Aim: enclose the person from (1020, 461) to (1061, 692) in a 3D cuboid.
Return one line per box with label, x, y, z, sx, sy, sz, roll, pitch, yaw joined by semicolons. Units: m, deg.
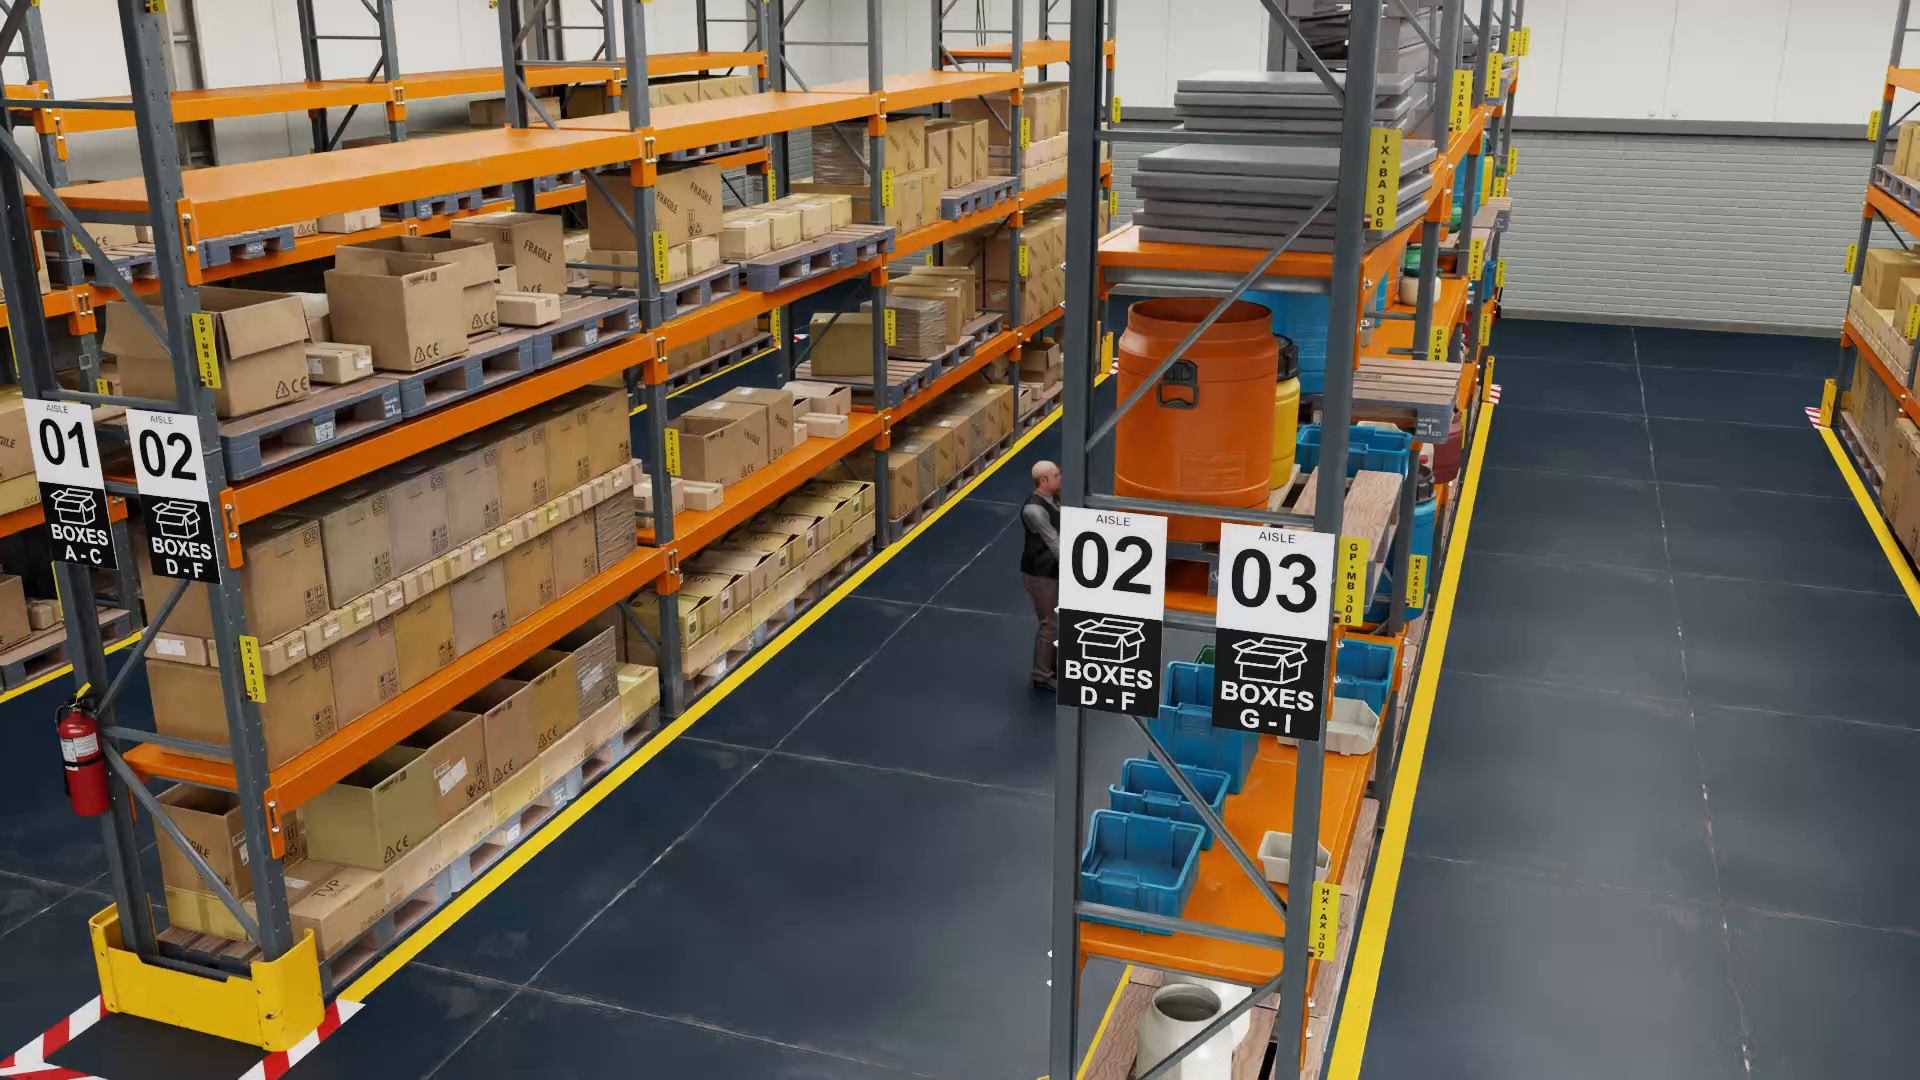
person;0.741;0.258;12.280;0.554;1.717;0.495;7;20;19
